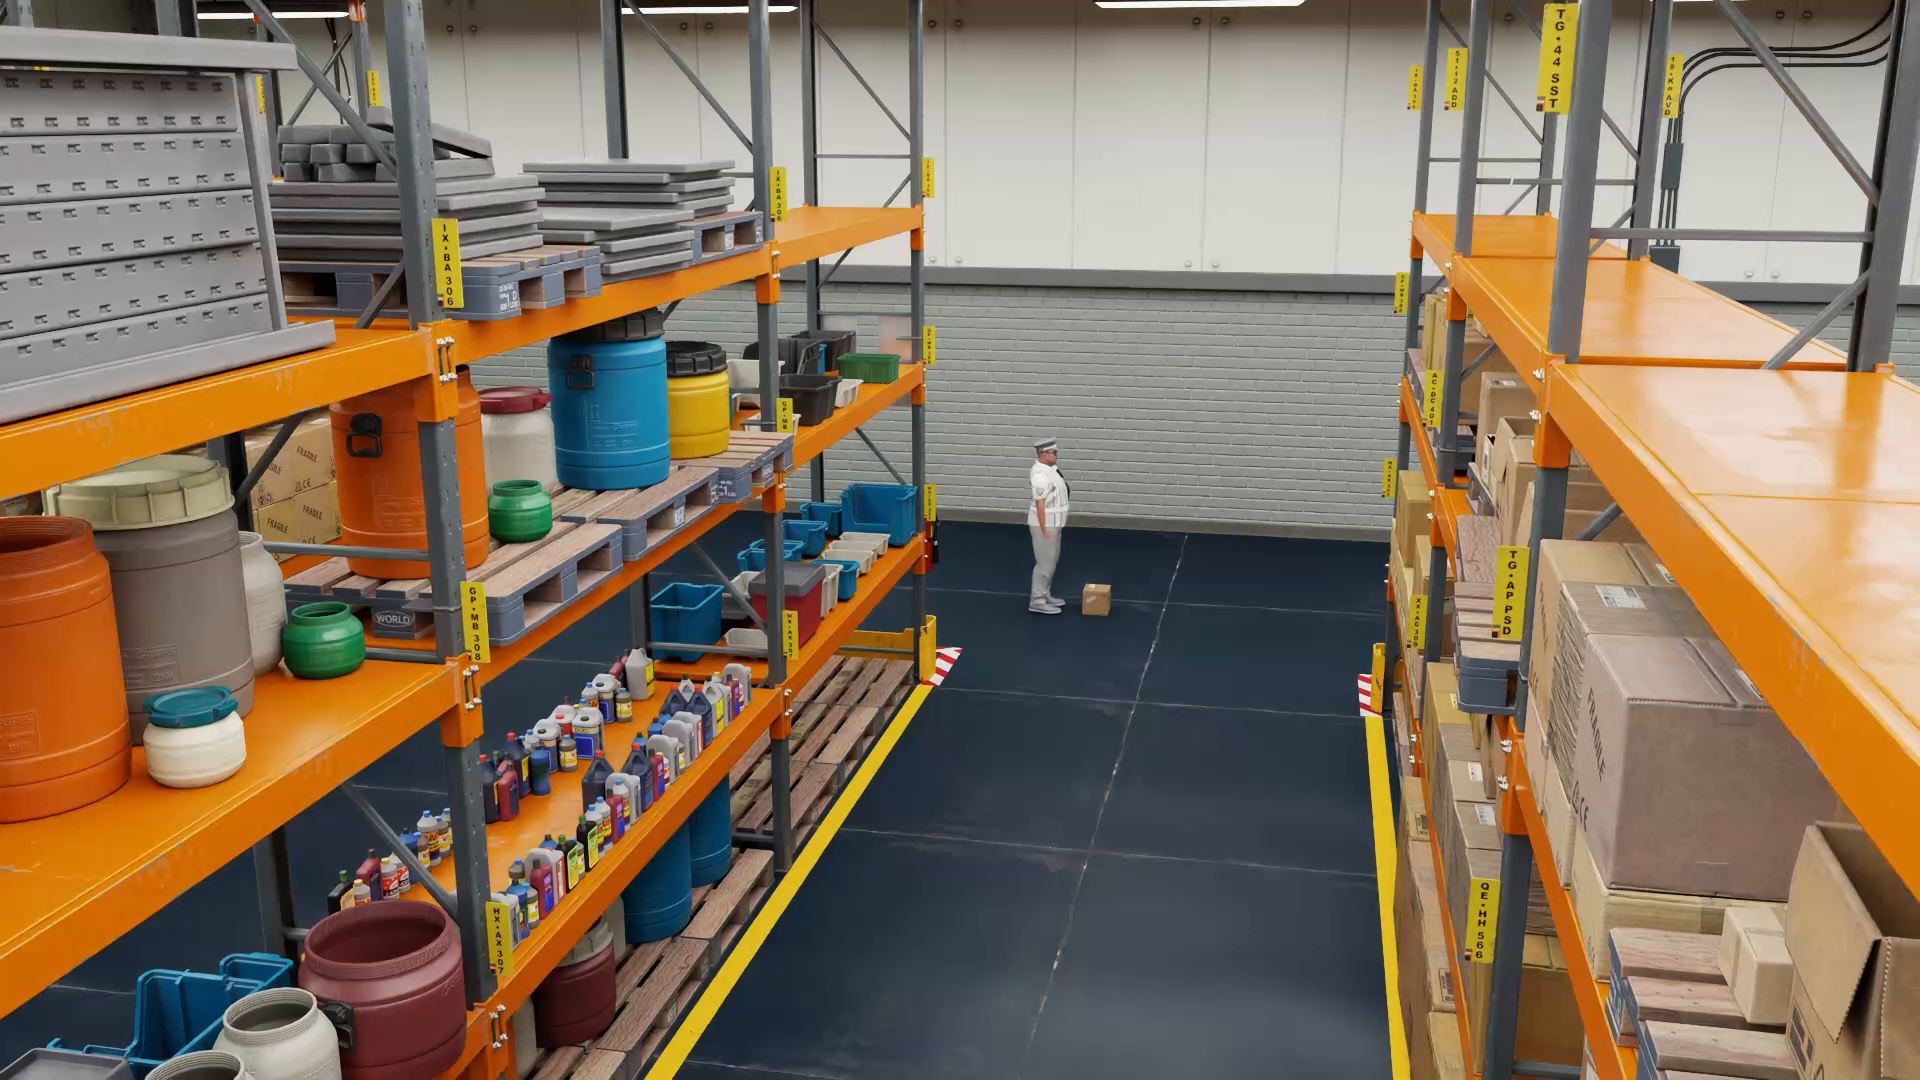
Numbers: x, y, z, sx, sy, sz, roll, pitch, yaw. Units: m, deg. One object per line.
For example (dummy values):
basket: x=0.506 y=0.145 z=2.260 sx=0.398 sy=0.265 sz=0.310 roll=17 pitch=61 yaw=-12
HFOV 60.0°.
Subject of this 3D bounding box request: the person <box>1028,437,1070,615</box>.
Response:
person: x=0.883 y=-0.162 z=16.594 sx=0.393 sy=1.763 sz=0.525 roll=3 pitch=15 yaw=13
